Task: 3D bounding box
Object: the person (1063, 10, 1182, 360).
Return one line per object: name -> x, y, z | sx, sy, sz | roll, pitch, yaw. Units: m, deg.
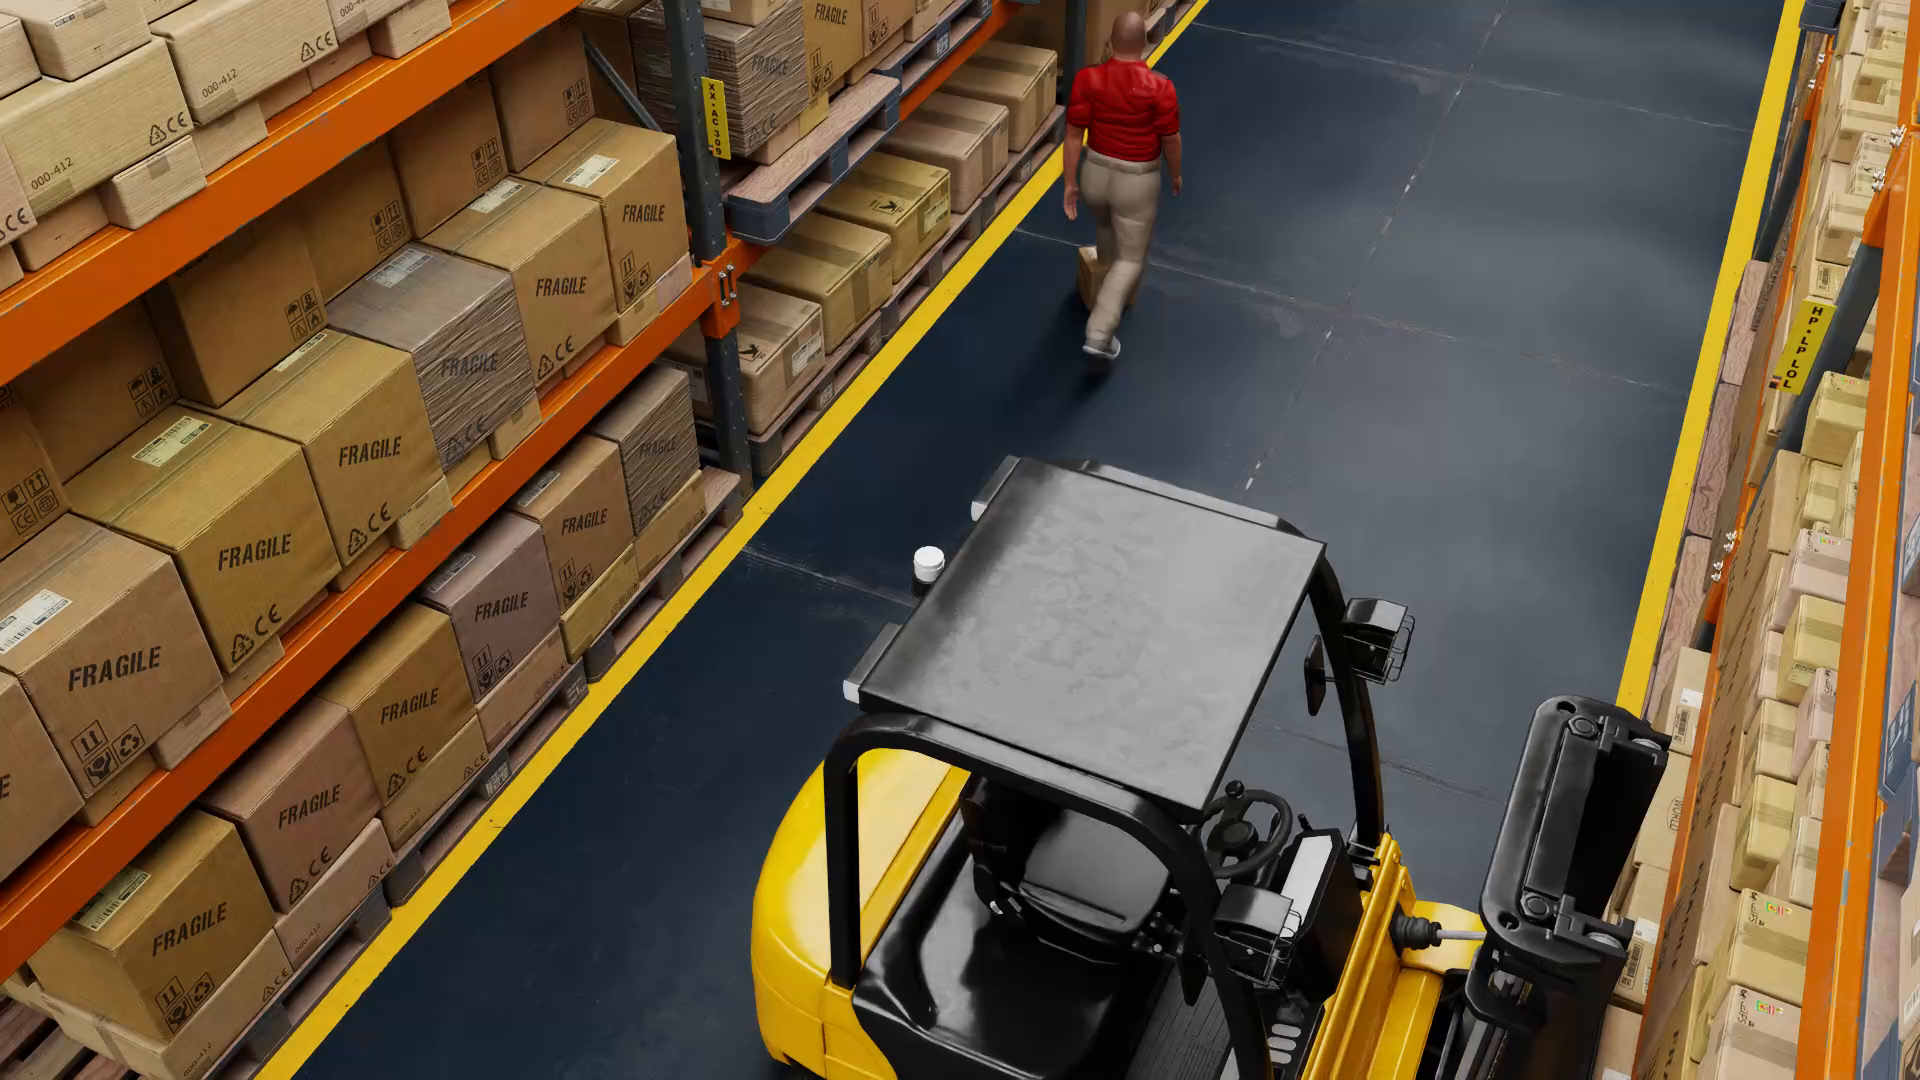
person -> 0.780, -1.759, 8.139 | 0.536, 1.674, 1.071 | 19, 45, 20
